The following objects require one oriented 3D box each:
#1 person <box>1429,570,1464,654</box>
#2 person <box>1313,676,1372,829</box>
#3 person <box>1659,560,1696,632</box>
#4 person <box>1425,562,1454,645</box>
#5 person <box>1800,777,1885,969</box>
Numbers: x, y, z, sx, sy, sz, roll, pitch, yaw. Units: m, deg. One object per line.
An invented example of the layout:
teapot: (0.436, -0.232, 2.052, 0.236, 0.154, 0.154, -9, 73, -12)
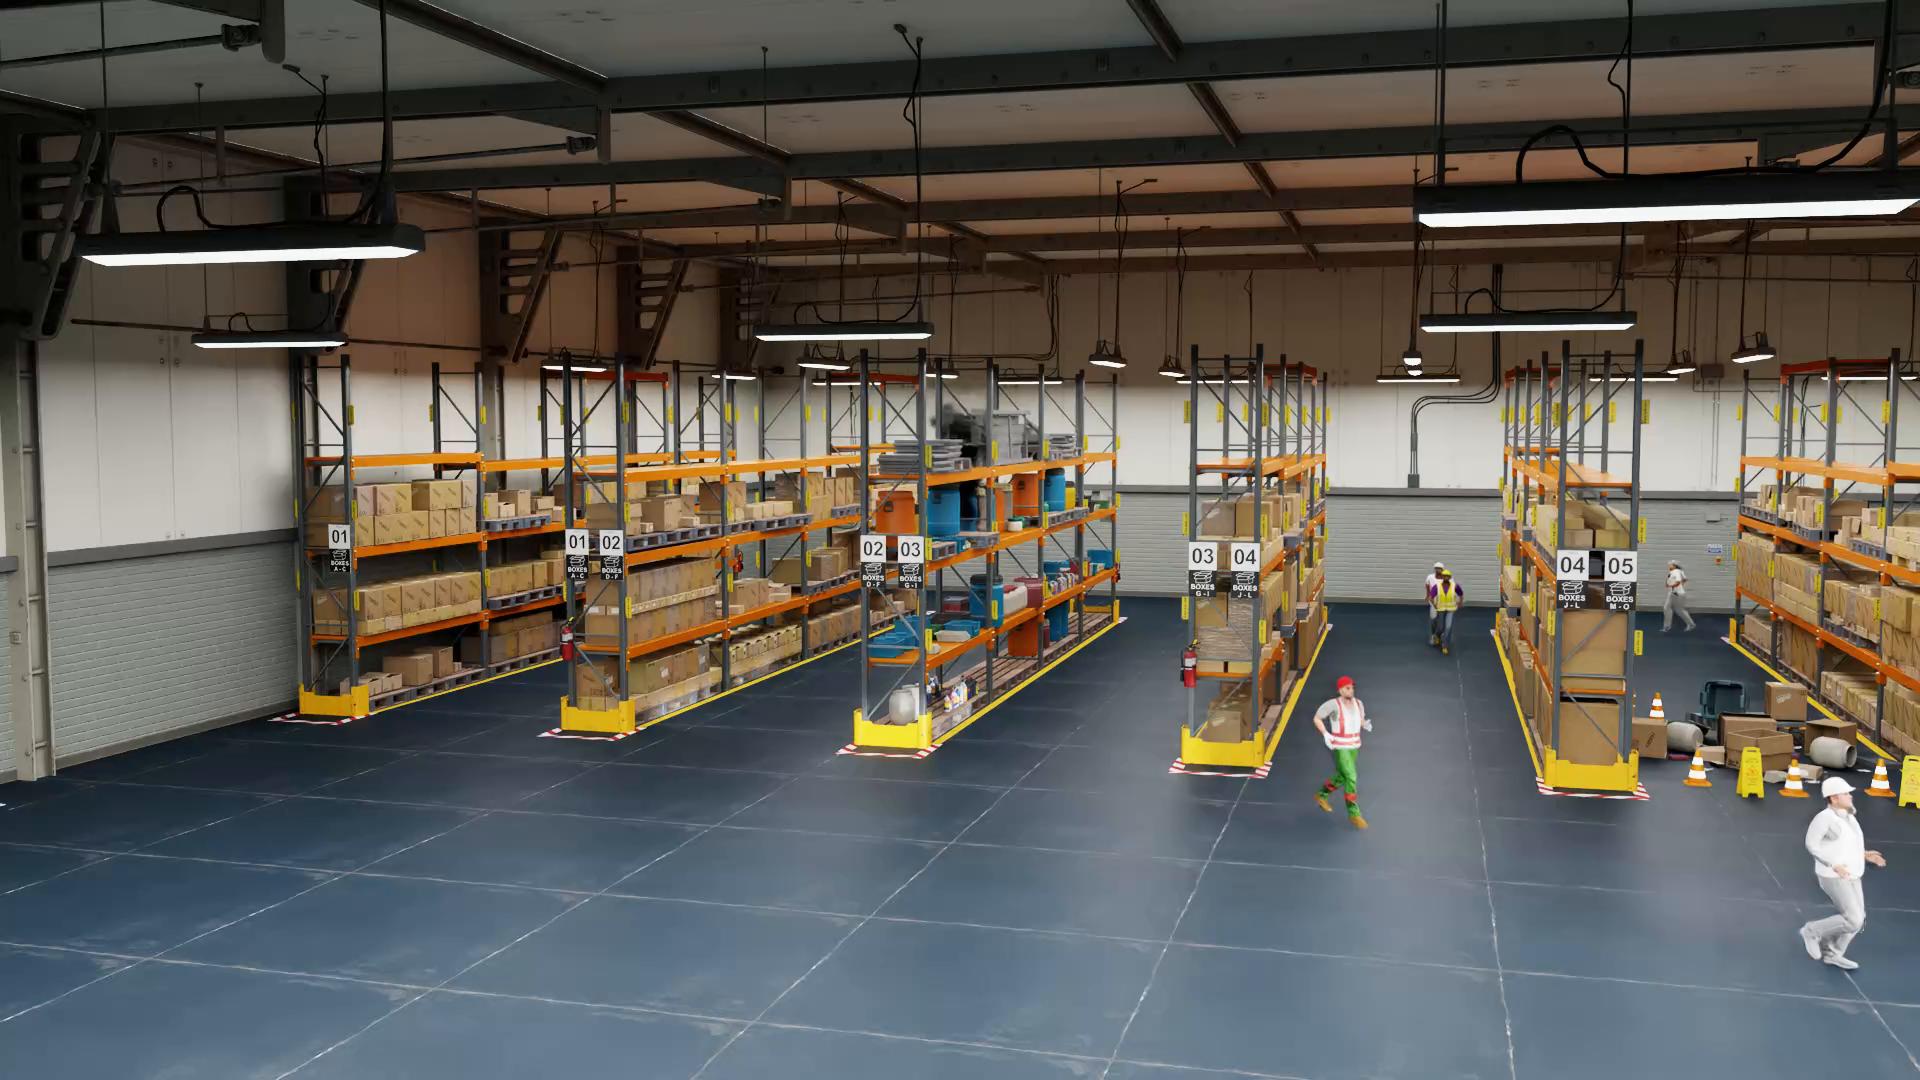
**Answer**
person: (10.309, 1.502, 35.251, 0.707, 1.757, 0.803, 1, 4, 16)
person: (4.739, 2.566, 20.488, 0.633, 1.805, 0.928, -3, 5, -33)
person: (16.477, 1.316, 38.126, 0.793, 1.723, 0.617, 2, 5, 21)
person: (10.536, 1.393, 36.489, 0.682, 1.823, 0.762, 2, 5, 23)
person: (7.975, 3.012, 15.033, 0.656, 1.723, 0.600, -4, 6, -40)
